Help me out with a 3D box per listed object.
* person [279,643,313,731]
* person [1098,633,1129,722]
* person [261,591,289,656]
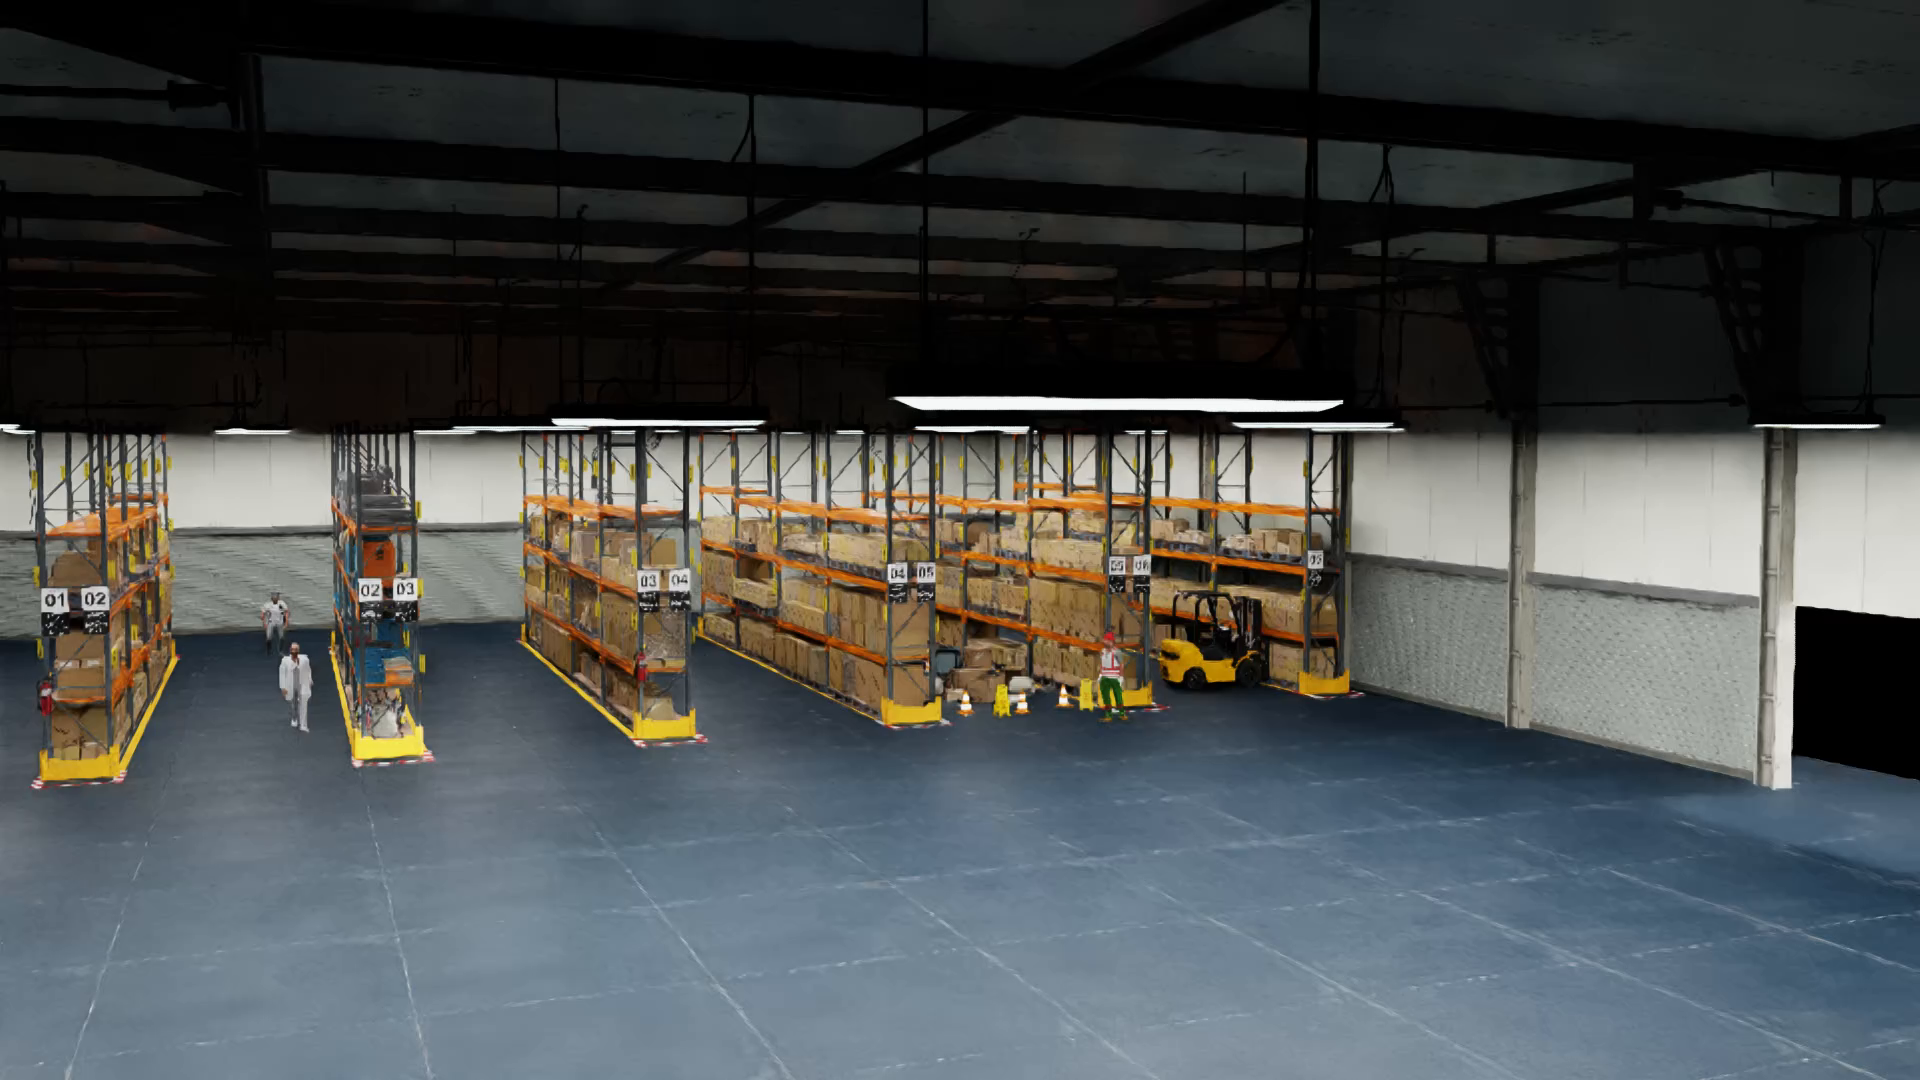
[{"bbox_3d":[-12.899,2.832,32.285,0.585,1.696,1.175,-1,4,-19],"label":"person"},{"bbox_3d":[3.068,2.751,33.449,0.645,1.783,0.544,3,5,40],"label":"person"},{"bbox_3d":[-17.831,2.169,43.298,0.682,1.711,0.528,-2,4,-24],"label":"person"}]
